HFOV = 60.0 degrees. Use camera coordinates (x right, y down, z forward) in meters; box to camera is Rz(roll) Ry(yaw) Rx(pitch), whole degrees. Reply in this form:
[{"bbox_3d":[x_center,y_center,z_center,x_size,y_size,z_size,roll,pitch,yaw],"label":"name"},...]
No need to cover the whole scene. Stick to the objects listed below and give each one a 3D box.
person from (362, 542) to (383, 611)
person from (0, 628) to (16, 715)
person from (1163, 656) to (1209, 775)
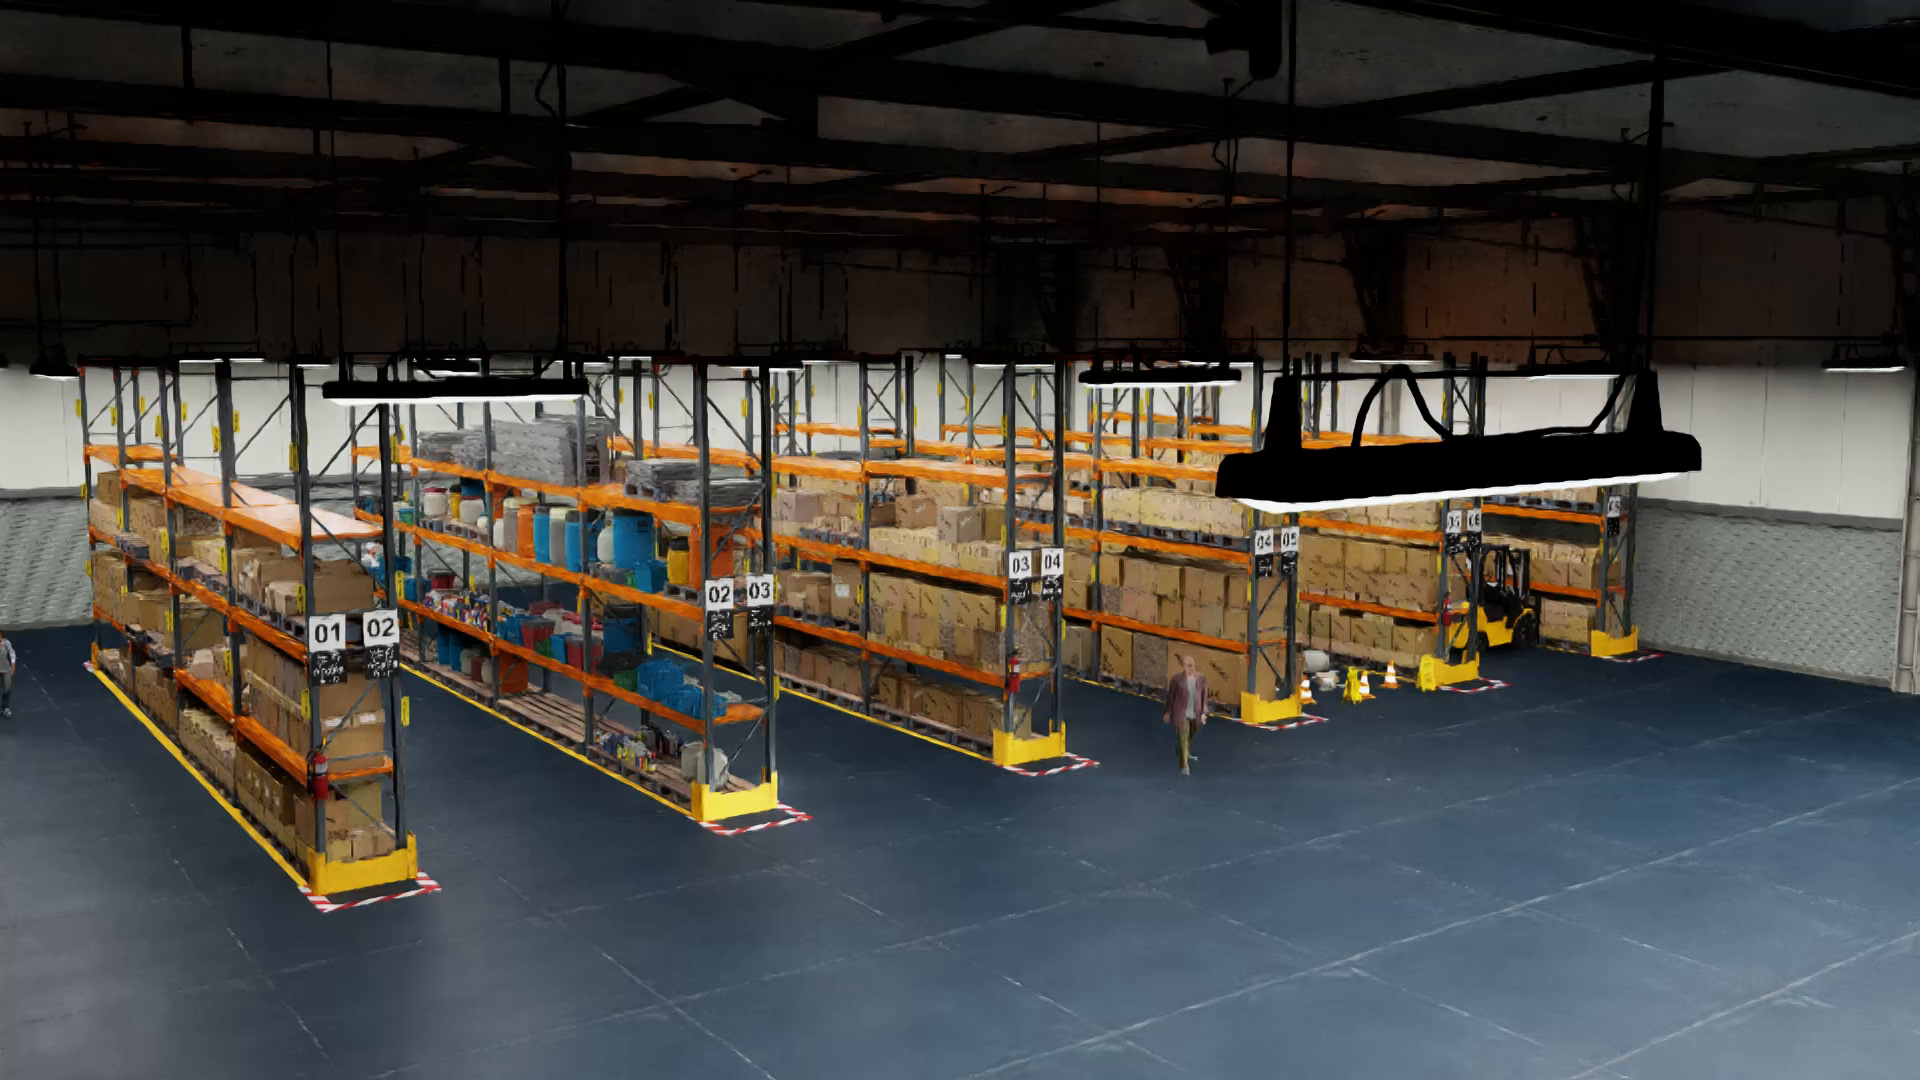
[{"bbox_3d":[-13.154,0.914,37.286,0.566,1.781,0.722,0,7,4],"label":"person"},{"bbox_3d":[-16.133,2.200,27.875,0.566,1.541,0.519,-5,9,-37],"label":"person"},{"bbox_3d":[3.325,2.579,24.398,0.634,1.620,1.045,-2,7,-15],"label":"person"}]
